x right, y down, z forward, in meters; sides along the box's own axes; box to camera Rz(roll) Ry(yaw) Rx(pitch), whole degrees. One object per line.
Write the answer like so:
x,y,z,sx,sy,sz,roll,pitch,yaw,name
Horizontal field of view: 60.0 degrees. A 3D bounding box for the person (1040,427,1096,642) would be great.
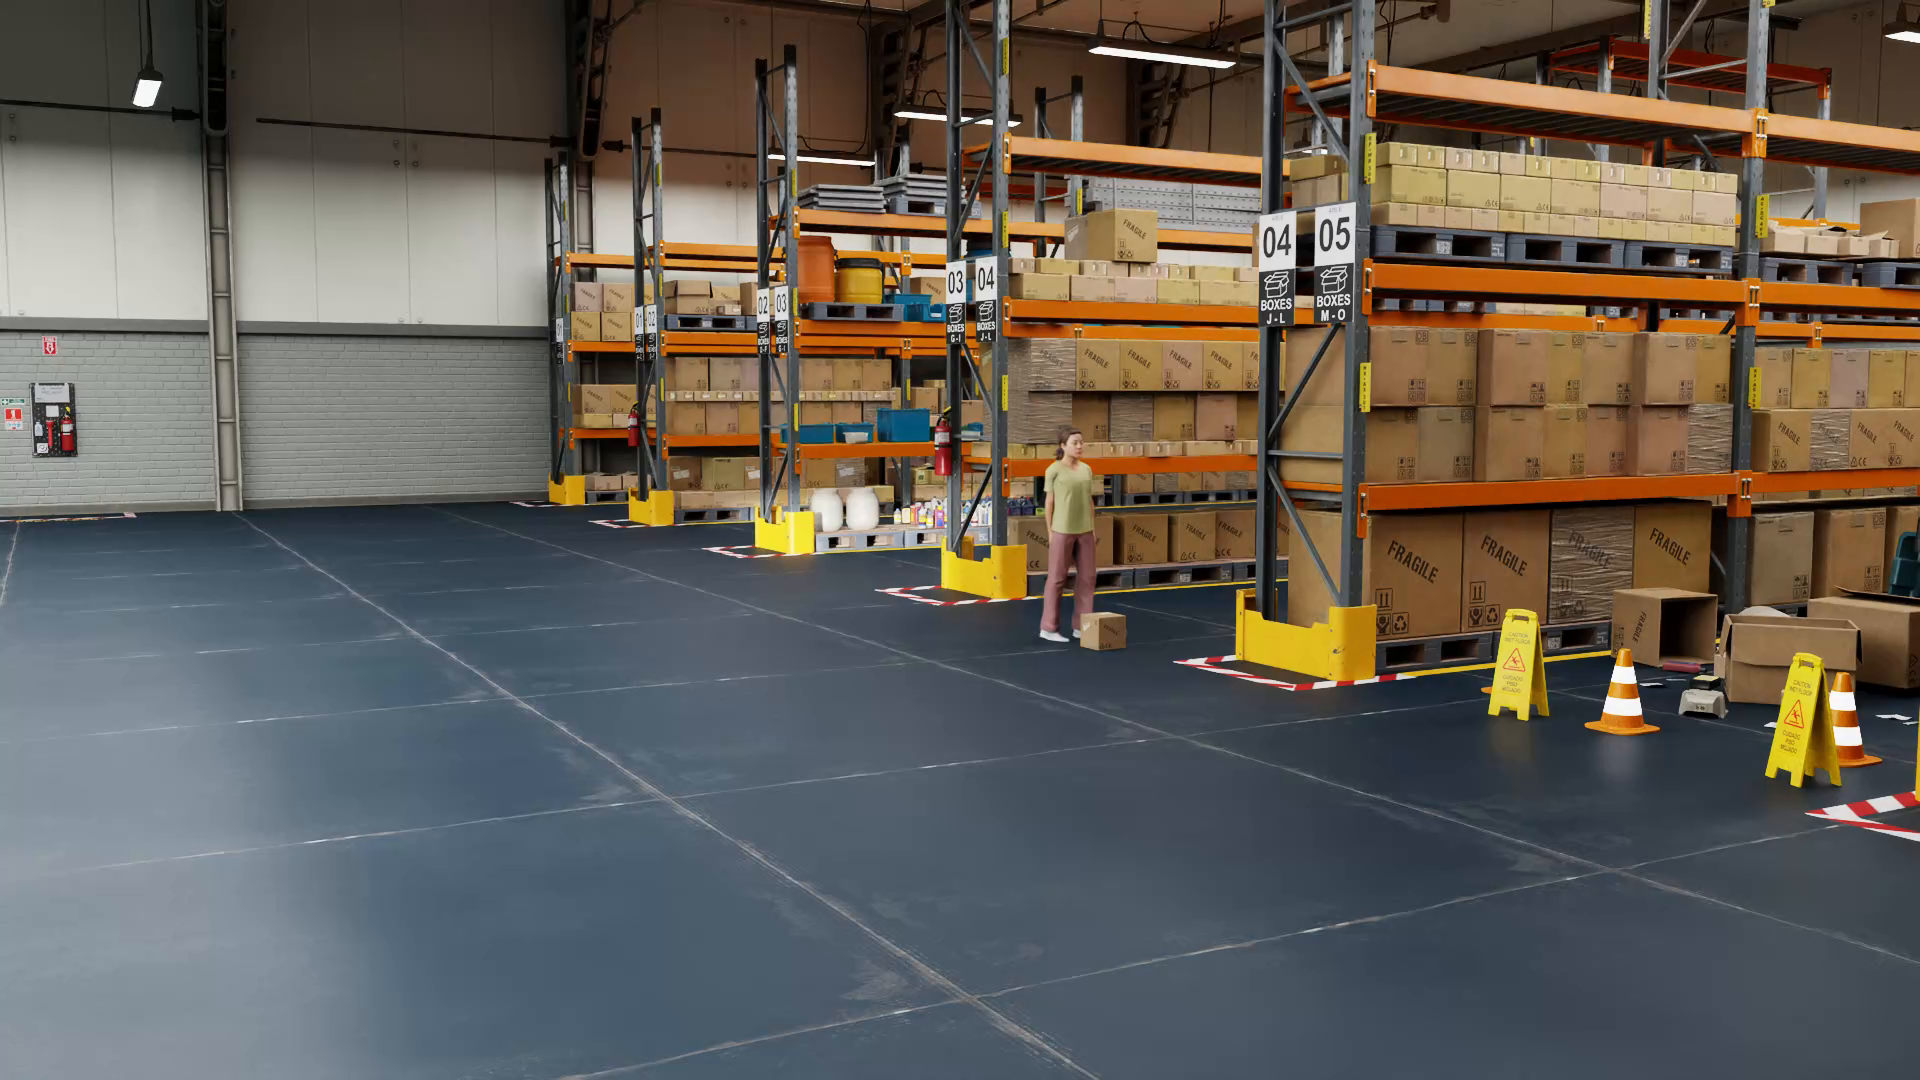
0.883,-0.033,13.035,0.442,1.698,0.405,-3,6,-27,person
